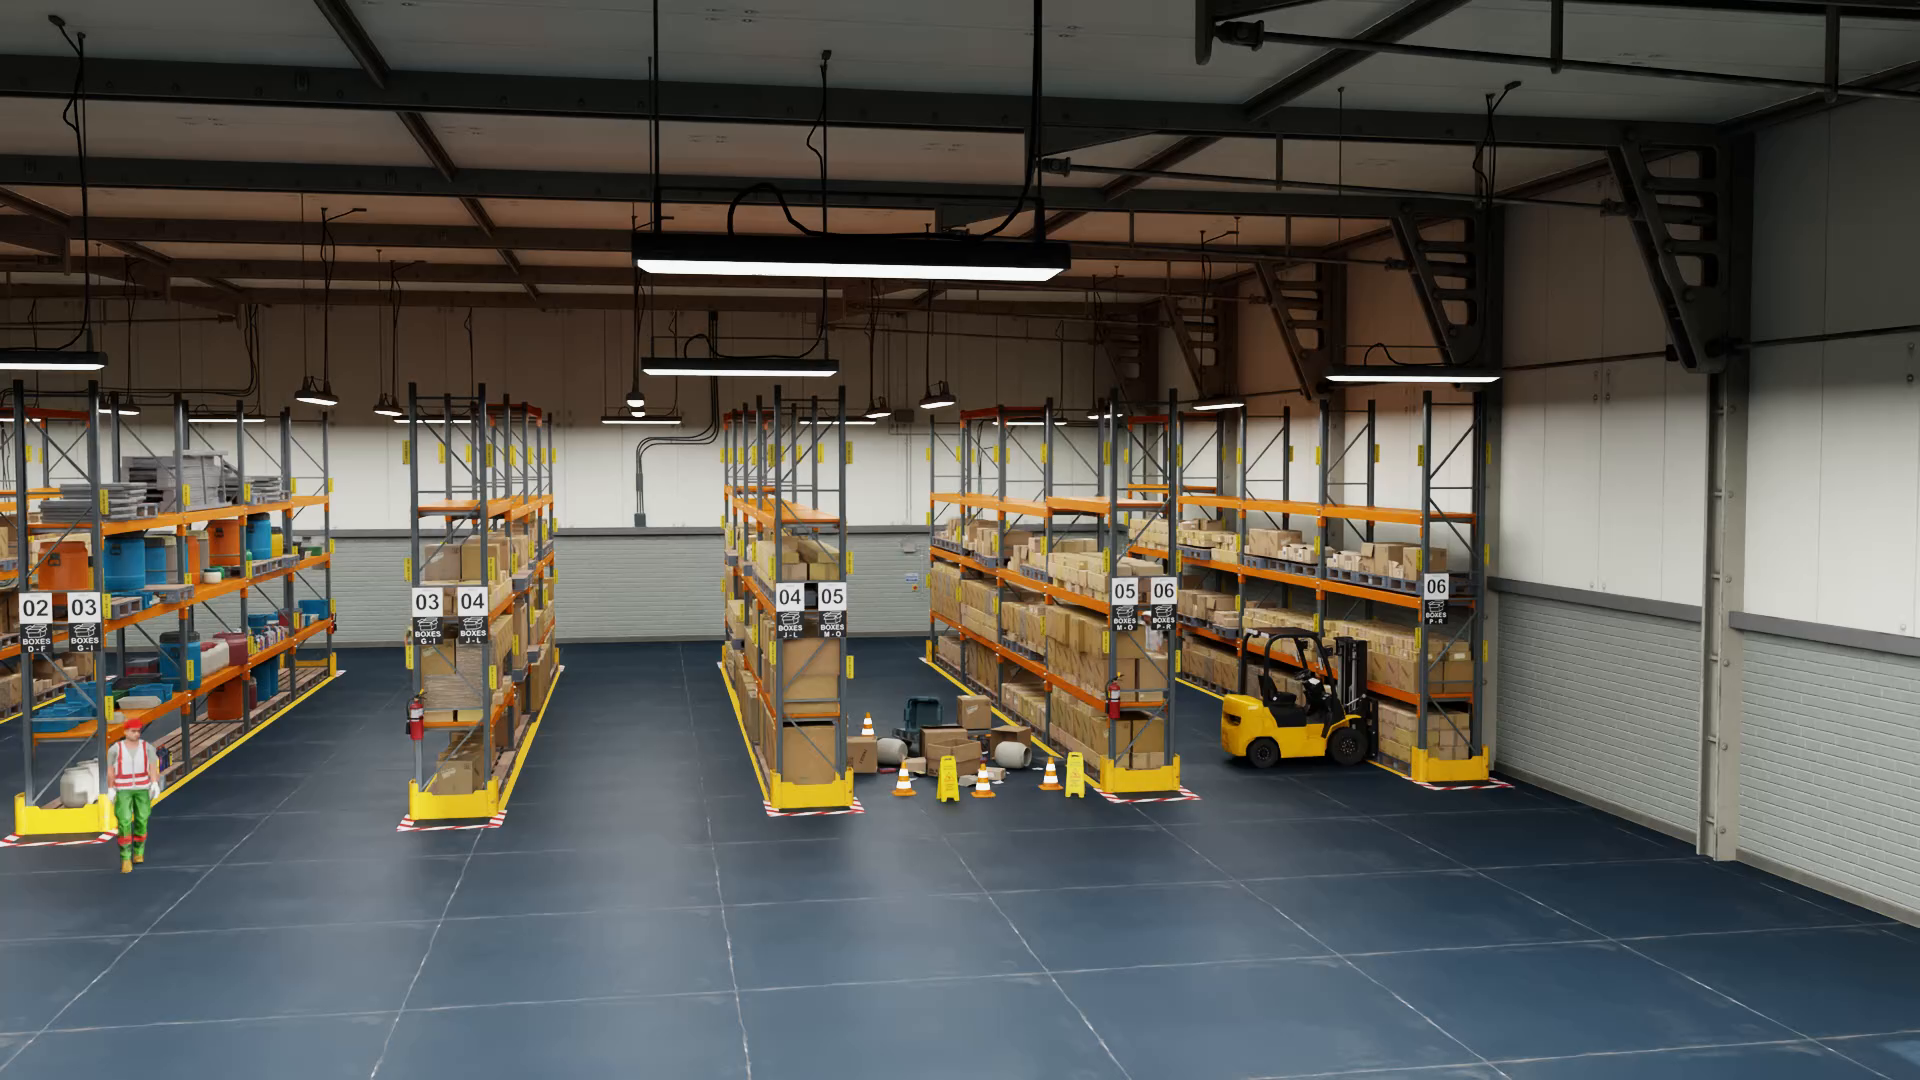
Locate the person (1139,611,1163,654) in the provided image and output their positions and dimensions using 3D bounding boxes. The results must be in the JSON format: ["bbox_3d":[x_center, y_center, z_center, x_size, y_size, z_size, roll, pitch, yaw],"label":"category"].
[{"bbox_3d":[4.086,2.319,35.861,0.598,1.747,0.700,0,3,9],"label":"person"}]

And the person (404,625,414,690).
[{"bbox_3d":[-11.664,2.376,35.735,0.535,1.653,0.639,-1,3,-25],"label":"person"}]

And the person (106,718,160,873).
[{"bbox_3d":[-10.054,3.100,20.272,0.550,1.818,0.666,-2,4,-36],"label":"person"}]
